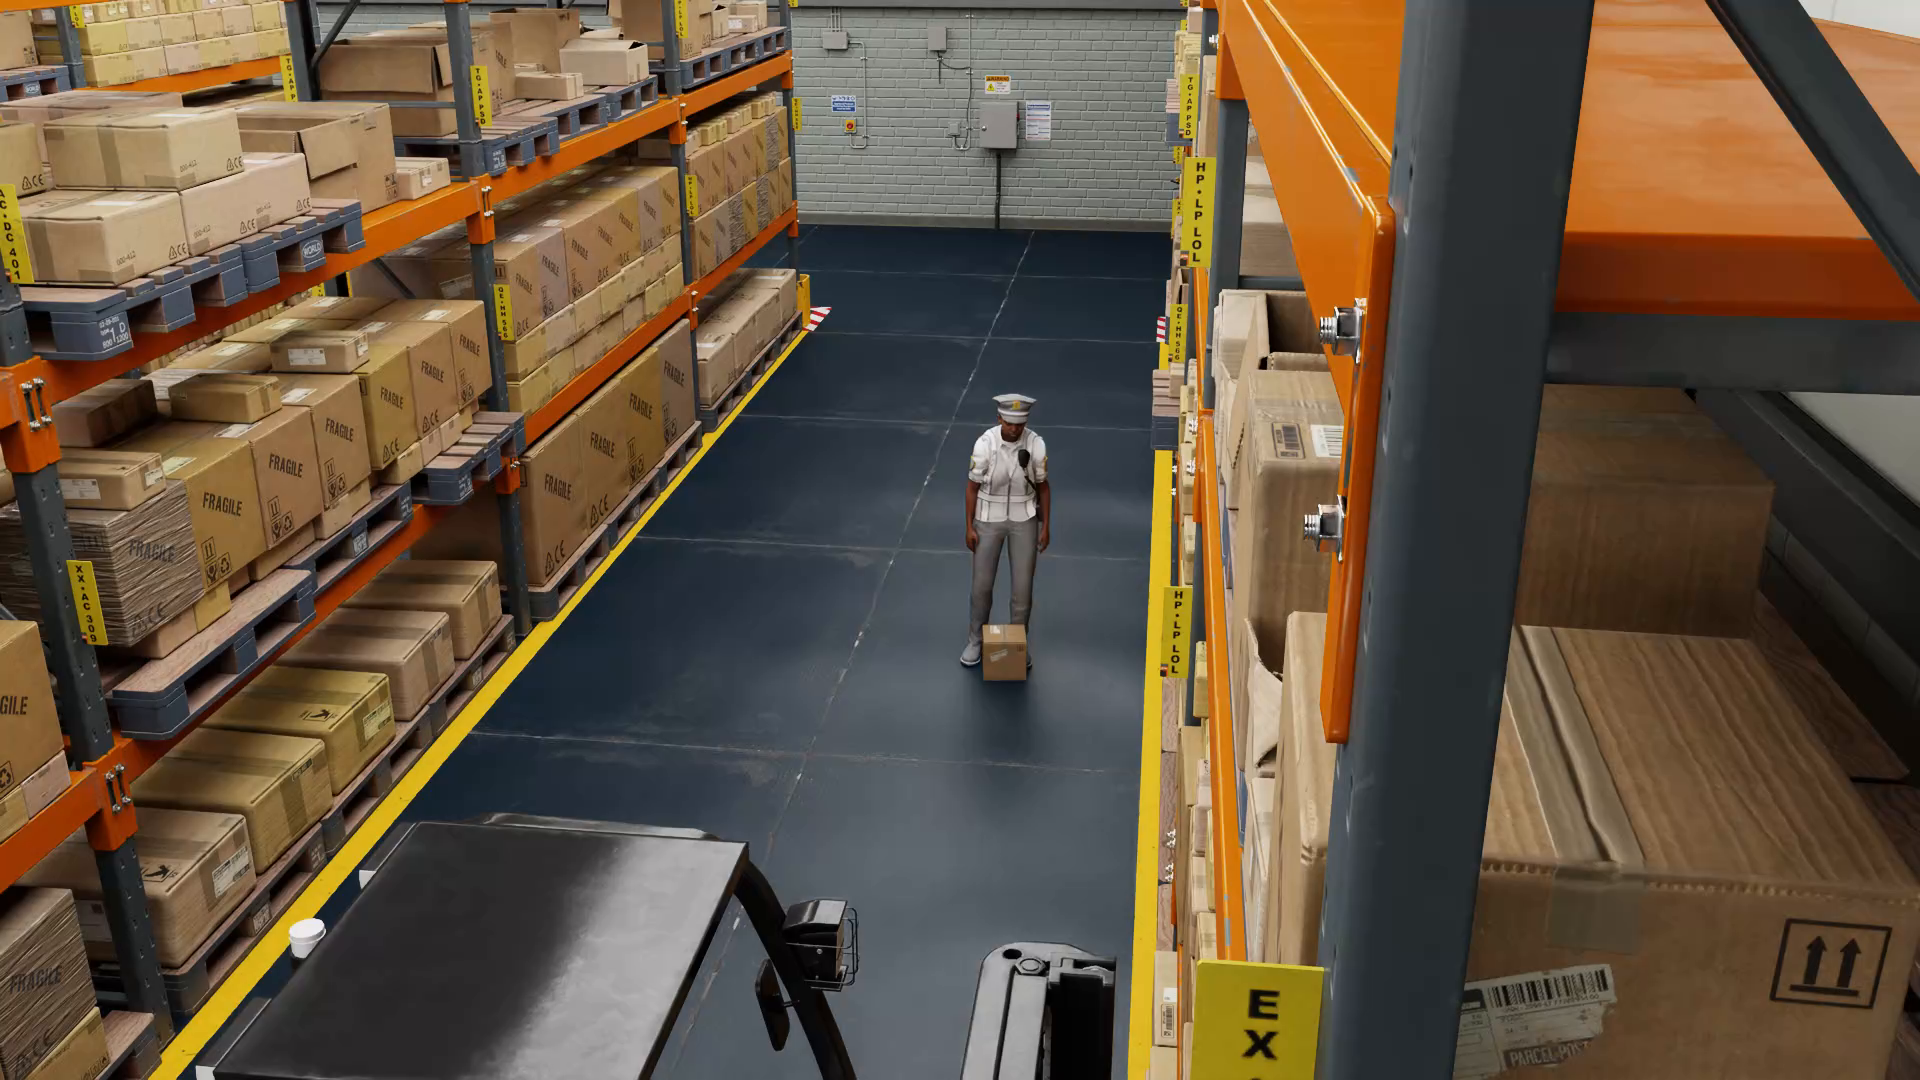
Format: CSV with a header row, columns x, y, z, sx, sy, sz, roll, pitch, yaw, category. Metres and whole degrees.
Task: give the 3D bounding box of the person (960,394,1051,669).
x,y,z,sx,sy,sz,roll,pitch,yaw,category
0.267,-0.069,9.756,0.532,1.663,0.423,-1,21,-1,person
